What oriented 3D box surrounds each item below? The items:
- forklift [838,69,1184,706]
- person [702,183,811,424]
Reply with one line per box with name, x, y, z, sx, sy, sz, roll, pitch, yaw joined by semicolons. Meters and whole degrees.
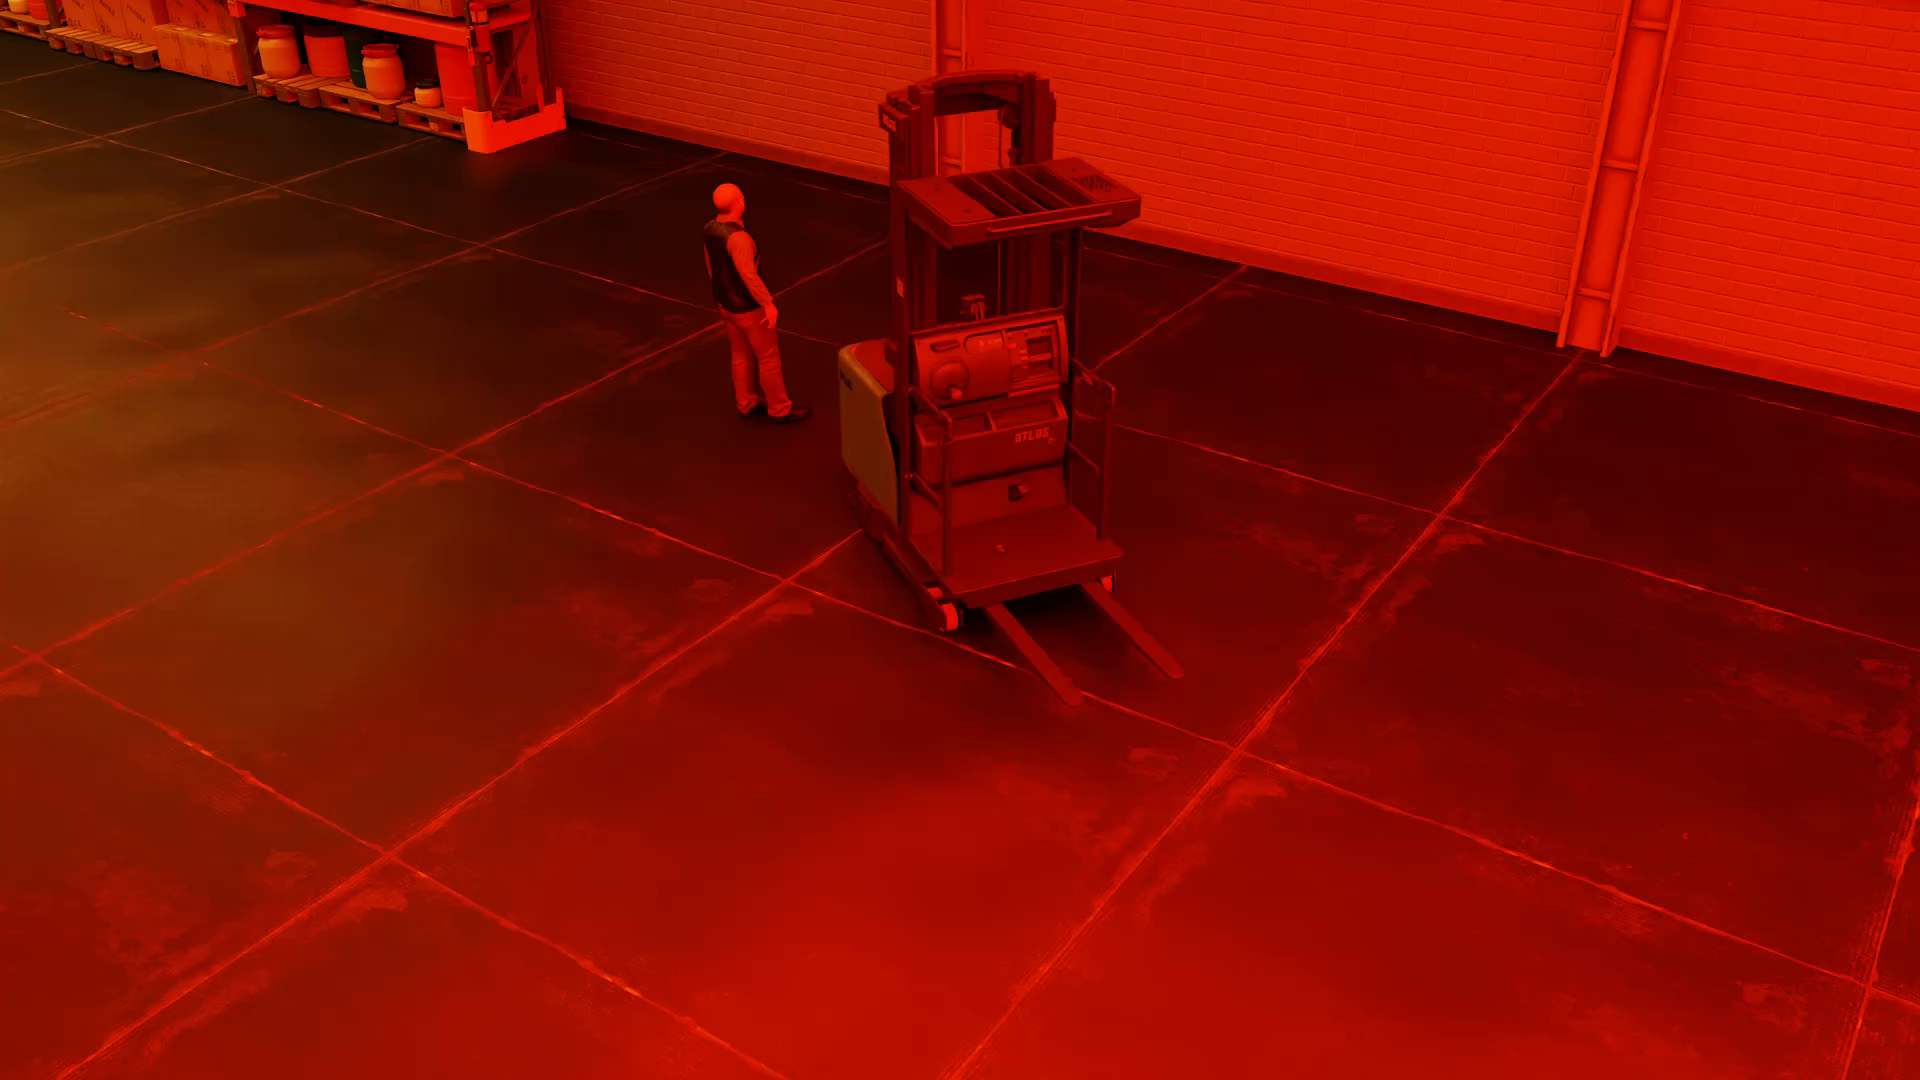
forklift;0.271;-0.983;9.275;1.130;2.935;3.031;-12;32;-20
person;-1.454;-1.666;11.645;0.566;1.725;0.639;-23;37;-34
